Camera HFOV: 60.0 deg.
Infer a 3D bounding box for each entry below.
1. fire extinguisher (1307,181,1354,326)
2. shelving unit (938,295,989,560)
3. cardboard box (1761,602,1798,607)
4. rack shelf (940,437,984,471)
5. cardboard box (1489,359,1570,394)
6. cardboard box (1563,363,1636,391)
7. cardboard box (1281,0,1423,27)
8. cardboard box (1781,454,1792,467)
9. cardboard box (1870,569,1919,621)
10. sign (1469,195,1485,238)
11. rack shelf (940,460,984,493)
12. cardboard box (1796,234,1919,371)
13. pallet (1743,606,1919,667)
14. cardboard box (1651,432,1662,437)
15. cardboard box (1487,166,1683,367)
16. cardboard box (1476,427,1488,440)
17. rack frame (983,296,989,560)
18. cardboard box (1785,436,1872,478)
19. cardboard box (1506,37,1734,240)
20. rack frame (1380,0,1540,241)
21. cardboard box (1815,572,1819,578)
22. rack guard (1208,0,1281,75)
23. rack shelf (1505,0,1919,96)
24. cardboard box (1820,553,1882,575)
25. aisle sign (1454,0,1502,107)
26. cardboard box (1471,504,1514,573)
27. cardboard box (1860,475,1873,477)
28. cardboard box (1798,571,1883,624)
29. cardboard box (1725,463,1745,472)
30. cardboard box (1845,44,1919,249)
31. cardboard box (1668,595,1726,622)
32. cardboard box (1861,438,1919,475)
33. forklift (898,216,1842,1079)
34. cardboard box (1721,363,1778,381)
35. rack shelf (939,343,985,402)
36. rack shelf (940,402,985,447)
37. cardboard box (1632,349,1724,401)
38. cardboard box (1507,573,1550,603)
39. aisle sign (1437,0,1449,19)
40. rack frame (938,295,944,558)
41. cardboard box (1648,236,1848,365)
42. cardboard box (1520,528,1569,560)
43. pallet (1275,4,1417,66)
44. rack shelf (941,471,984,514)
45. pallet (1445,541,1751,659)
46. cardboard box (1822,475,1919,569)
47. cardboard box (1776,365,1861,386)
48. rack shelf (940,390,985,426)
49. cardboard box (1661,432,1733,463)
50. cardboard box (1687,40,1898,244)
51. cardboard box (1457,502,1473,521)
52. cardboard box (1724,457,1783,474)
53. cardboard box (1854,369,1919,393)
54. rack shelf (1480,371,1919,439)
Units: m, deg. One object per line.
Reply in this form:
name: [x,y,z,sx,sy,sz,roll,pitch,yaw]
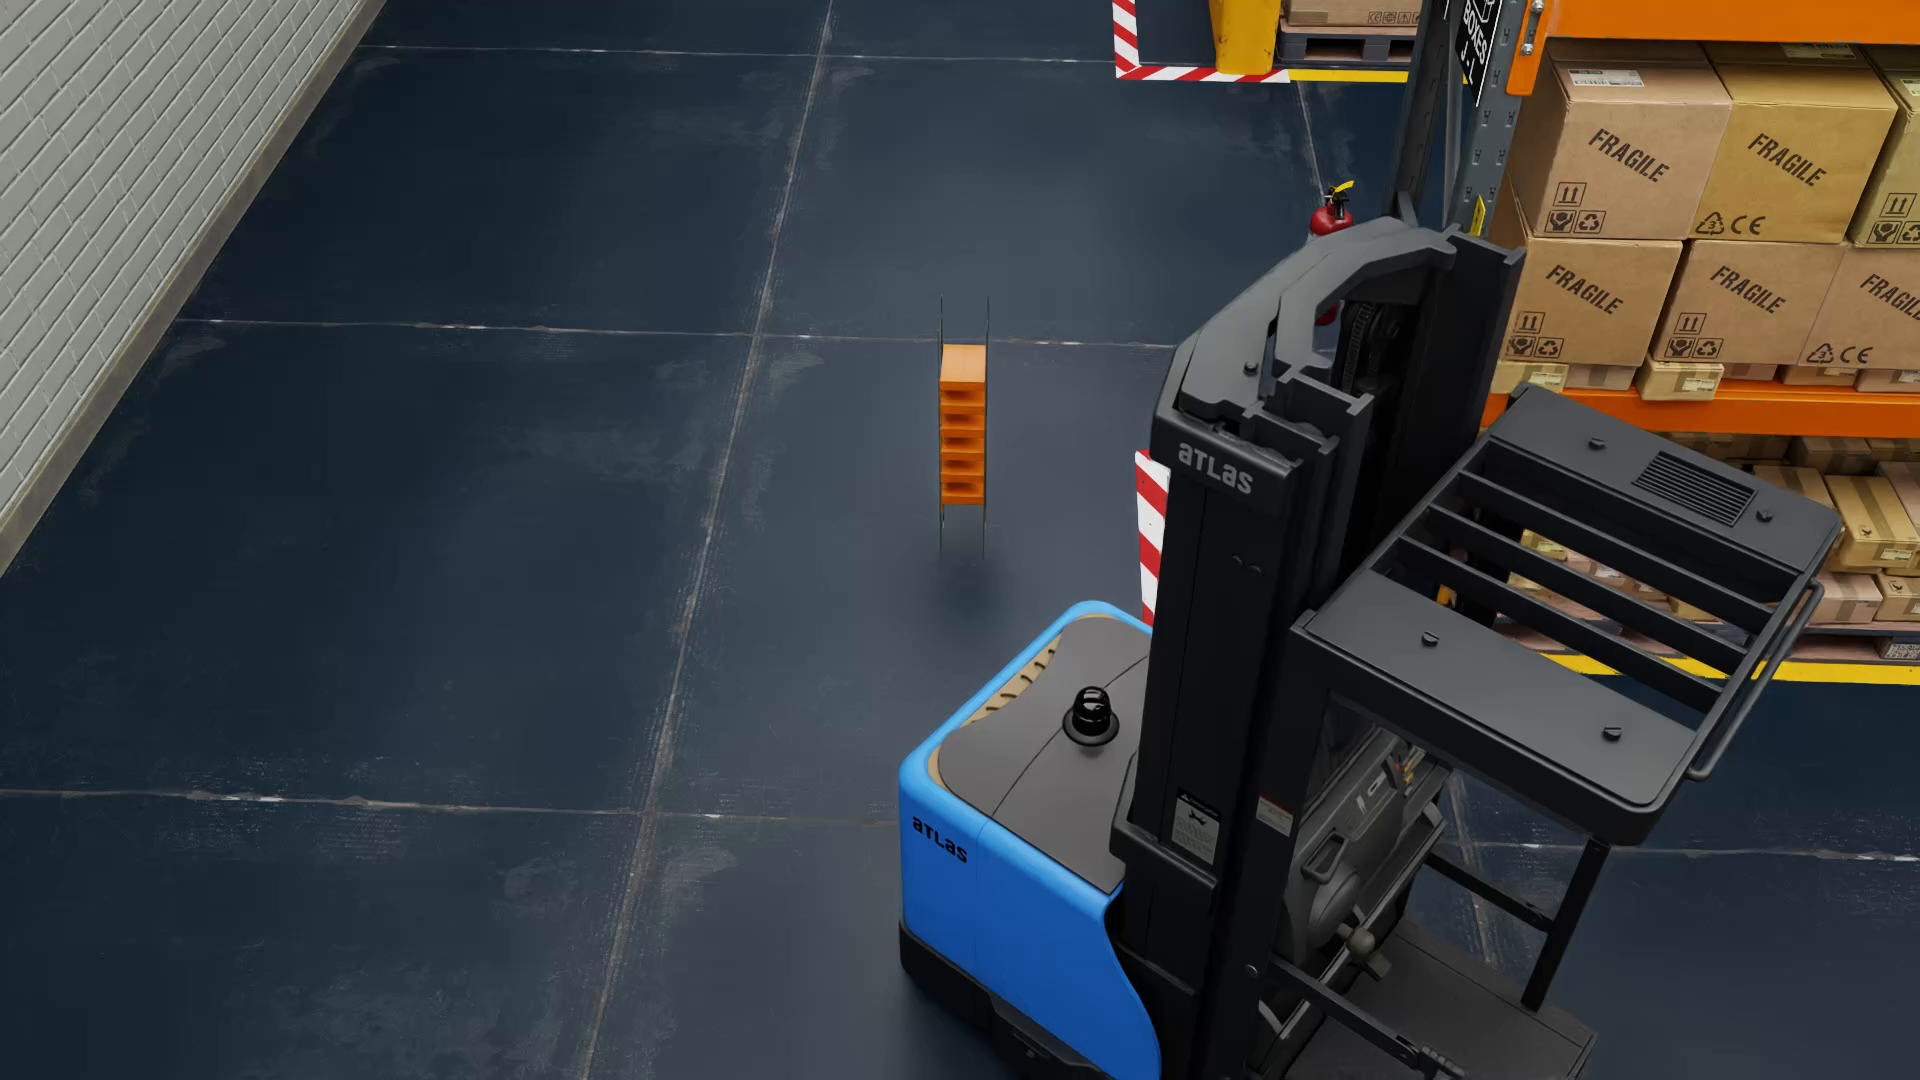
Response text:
fire extinguisher: [1.470,-1.177,6.643,0.183,0.674,0.296,2,43,2]
shelving unit: [0.014,-0.439,6.841,0.189,1.200,0.258,2,43,2]
cardboard box: [3.233,0.085,6.742,0.250,0.149,0.380,2,43,2]
rack shelf: [0.014,-0.406,6.871,0.180,0.103,0.258,2,43,2]
cardboard box: [2.010,-0.694,5.979,0.250,0.149,0.380,1,43,2]
cardboard box: [2.266,-0.715,6.001,0.250,0.149,0.380,3,43,3]
cardboard box: [2.487,-3.657,10.547,0.875,0.438,0.875,0,43,0]
cardboard box: [3.533,-0.375,7.017,0.250,0.149,0.380,4,43,4]
cardboard box: [3.756,0.142,6.680,0.250,0.149,0.380,2,43,2]
sign: [1.677,-0.967,5.452,0.005,0.325,0.100,2,43,2]
rack shelf: [0.014,-0.318,6.953,0.180,0.103,0.258,2,43,2]
cardboard box: [3.162,-0.940,5.767,0.500,0.500,0.500,2,43,2]
pallet: [3.802,0.091,6.997,1.213,0.211,1.003,2,43,2]
cardboard box: [2.754,-0.536,6.971,0.250,0.149,0.380,1,43,1]
cardboard box: [2.137,-0.963,5.792,0.500,0.500,0.500,4,43,4]
cardboard box: [2.241,-0.504,6.937,0.250,0.149,0.380,2,43,2]
rack frame: [0.106,-0.436,6.838,0.006,1.200,0.240,2,43,2]
cardboard box: [3.539,-0.431,6.859,0.250,0.149,0.380,0,43,0]
cardboard box: [2.137,-1.336,5.459,0.500,0.500,0.500,2,43,2]
rack frame: [1.701,-1.019,6.144,0.127,3.000,1.000,2,43,2]
cardboard box: [3.253,-0.029,6.645,0.250,0.149,0.380,0,43,0]
rack guard: [1.799,-3.479,10.618,0.348,0.500,1.175,2,43,2]
rack shelf: [3.699,-1.792,5.301,4.000,0.370,1.077,2,43,2]
cardboard box: [3.526,-0.049,6.667,0.250,0.149,0.380,4,43,4]
aisle sign: [1.614,-1.769,5.041,0.004,0.787,0.394,2,43,2]
cardboard box: [2.213,-0.048,6.666,0.250,0.149,0.380,3,43,4]
cardboard box: [3.810,-0.385,7.028,0.250,0.149,0.380,2,43,2]
cardboard box: [3.478,0.152,6.670,0.250,0.149,0.380,0,43,0]
cardboard box: [2.987,-0.128,6.533,0.250,0.149,0.380,0,43,0]
cardboard box: [3.160,-1.294,5.413,0.500,0.500,0.500,1,43,1]
cardboard box: [2.974,0.142,6.681,0.250,0.149,0.380,2,43,2]
cardboard box: [3.802,-0.442,6.871,0.250,0.149,0.380,2,43,2]
forklift: [1.256,0.780,4.263,3.031,2.935,1.130,29,50,28]
cardboard box: [2.797,-0.755,6.045,0.250,0.149,0.380,4,43,4]
rack shelf: [0.014,-0.669,6.625,0.180,0.103,0.258,2,43,2]
rack shelf: [0.014,-0.494,6.789,0.180,0.103,0.258,2,43,2]
cardboard box: [2.532,-0.670,5.953,0.250,0.149,0.380,1,43,1]
cardboard box: [2.210,0.104,6.721,0.250,0.149,0.380,3,43,3]
aisle sign: [1.641,-2.177,5.479,0.004,0.787,0.394,2,43,2]
rack frame: [-0.077,-0.441,6.844,0.006,1.200,0.240,2,43,2]
cardboard box: [2.673,-0.964,5.793,0.500,0.500,0.500,2,43,2]
cardboard box: [2.209,-0.100,6.504,0.250,0.149,0.380,0,43,0]
pallet: [2.625,-3.402,10.747,1.213,0.211,1.003,2,43,2]
rack shelf: [0.014,-0.230,7.034,0.180,0.103,0.258,2,43,2]
pallet: [2.587,0.052,7.039,1.213,0.211,1.003,2,43,2]
cardboard box: [3.525,-0.073,6.475,0.250,0.149,0.380,2,43,3]
cardboard box: [3.067,-0.730,6.018,0.250,0.149,0.380,1,43,1]
rack shelf: [0.014,-0.582,6.707,0.180,0.103,0.258,2,43,2]
cardboard box: [3.010,-0.485,6.917,0.250,0.149,0.380,0,43,0]
cardboard box: [2.642,-1.325,5.447,0.500,0.500,0.500,3,43,3]
cardboard box: [2.236,-0.256,7.107,0.250,0.149,0.380,2,43,3]
cardboard box: [3.278,-0.395,7.039,0.250,0.149,0.380,2,43,3]
cardboard box: [3.312,-0.704,5.989,0.250,0.149,0.380,1,43,1]
rack shelf: [3.699,-0.695,6.323,4.000,0.370,1.077,2,43,2]
